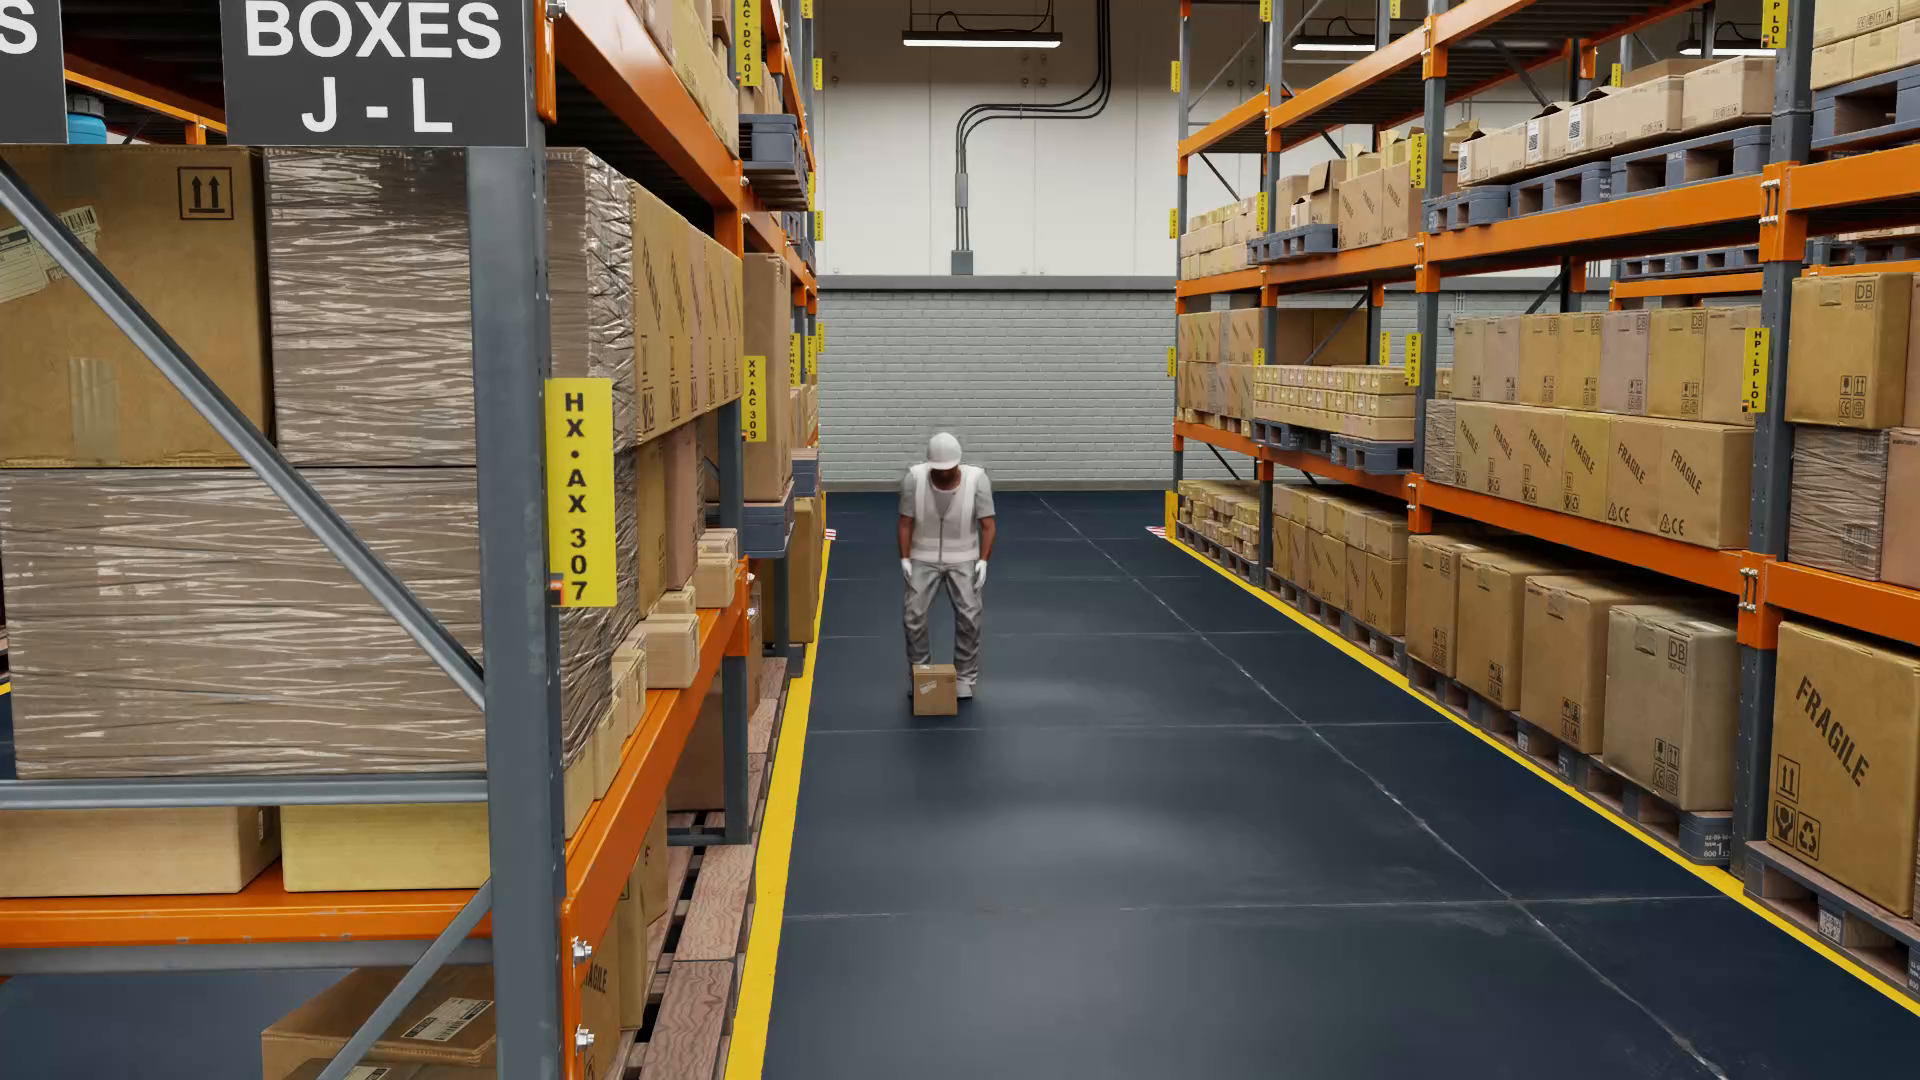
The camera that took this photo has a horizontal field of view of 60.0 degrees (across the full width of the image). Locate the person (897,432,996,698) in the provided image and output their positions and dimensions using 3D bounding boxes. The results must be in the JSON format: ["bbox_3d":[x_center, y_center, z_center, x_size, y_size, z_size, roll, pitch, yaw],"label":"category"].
[{"bbox_3d":[-0.076,0.149,10.086,0.598,1.624,0.606,1,7,7],"label":"person"}]
